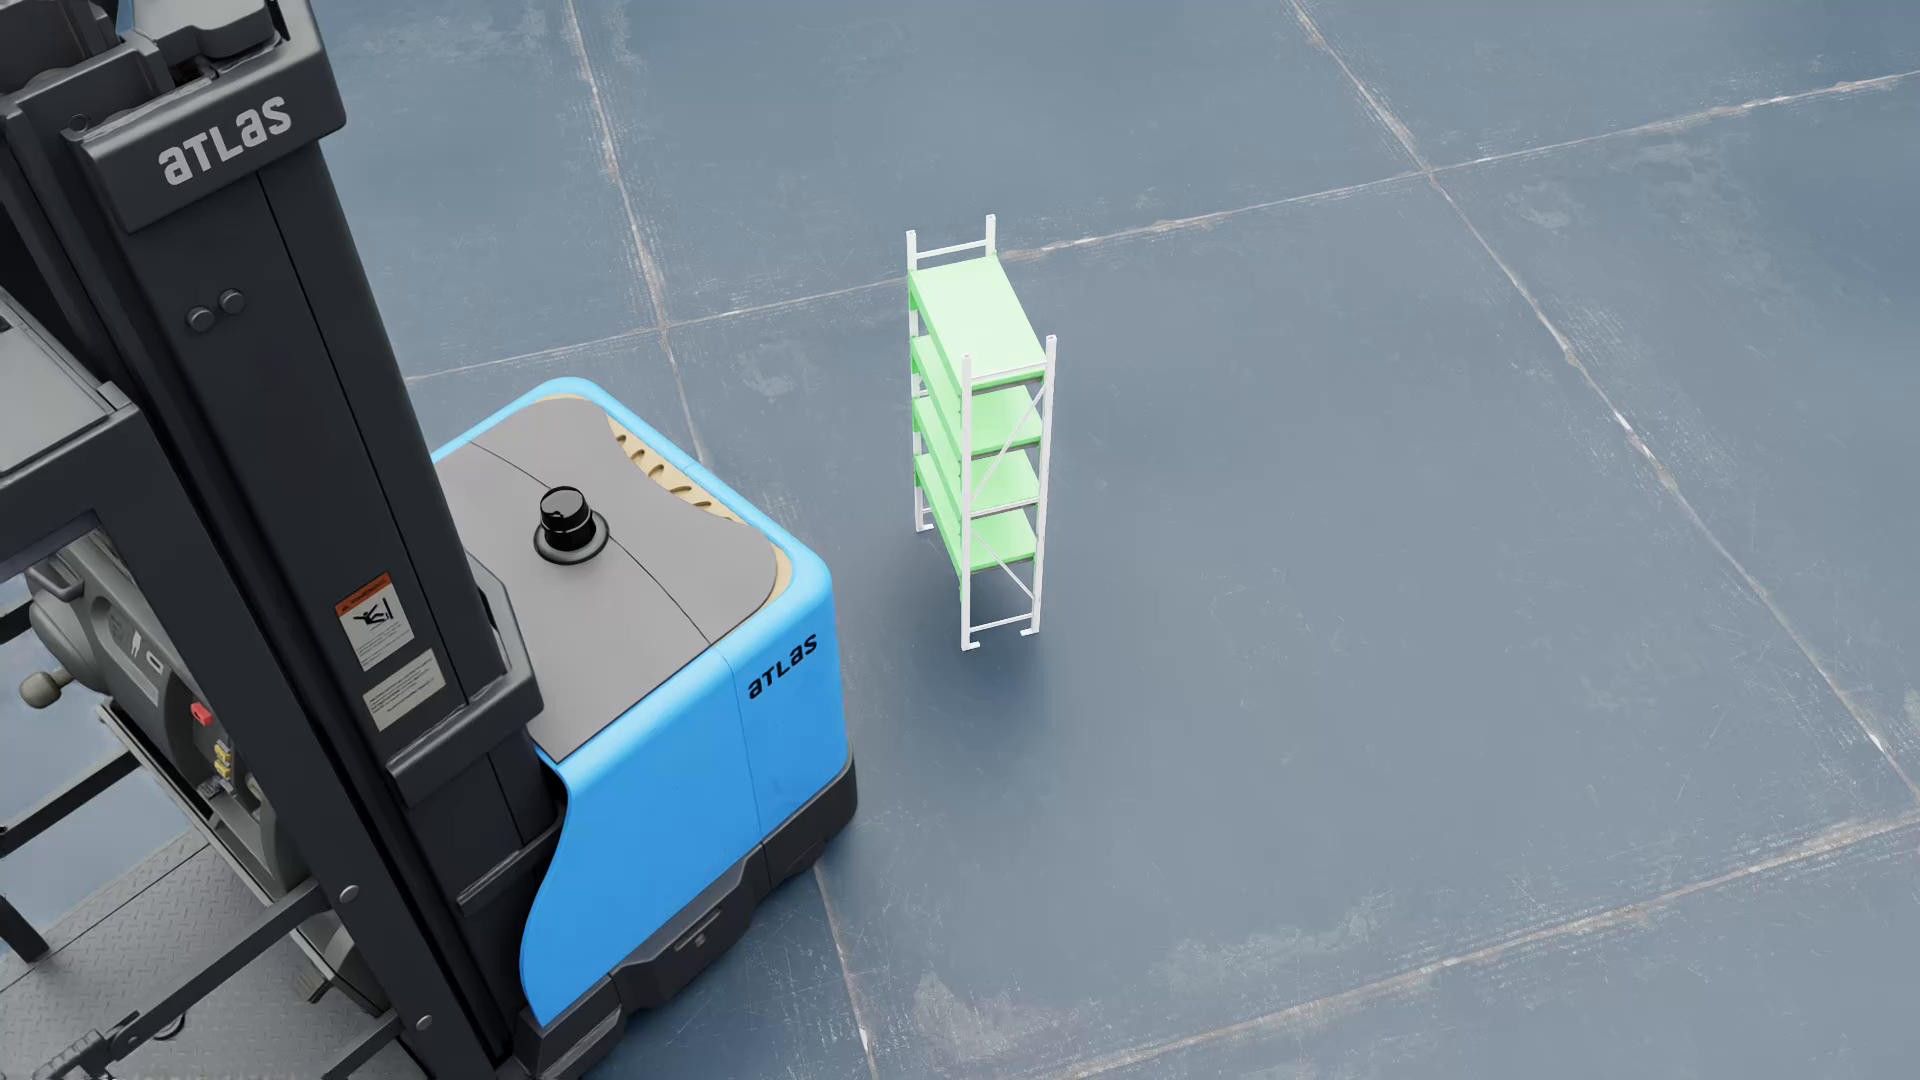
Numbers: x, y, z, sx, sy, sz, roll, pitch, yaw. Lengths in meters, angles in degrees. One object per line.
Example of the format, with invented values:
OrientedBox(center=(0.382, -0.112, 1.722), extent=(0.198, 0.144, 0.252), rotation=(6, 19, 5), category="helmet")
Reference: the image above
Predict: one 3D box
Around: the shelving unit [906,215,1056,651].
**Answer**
OrientedBox(center=(0.049, -0.266, 4.689), extent=(0.258, 1.200, 0.503), rotation=(-13, 51, -11), category="shelving unit")

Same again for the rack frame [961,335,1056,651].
OrientedBox(center=(0.121, -0.088, 4.539), extent=(0.240, 1.200, 0.015), rotation=(-13, 51, -11), category="rack frame")

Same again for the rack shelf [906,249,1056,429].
OrientedBox(center=(0.049, -0.534, 4.371), extent=(0.258, 0.148, 0.480), rotation=(-13, 51, -11), category="rack shelf")

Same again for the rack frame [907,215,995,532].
OrientedBox(center=(-0.023, -0.444, 4.840), extent=(0.240, 1.200, 0.015), rotation=(-13, 51, -11), category="rack frame")

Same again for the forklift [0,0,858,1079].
OrientedBox(center=(-1.658, 0.379, 3.014), extent=(1.130, 2.935, 3.031), rotation=(36, 59, 26), category="forklift")

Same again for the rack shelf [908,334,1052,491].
OrientedBox(center=(0.049, -0.379, 4.555), extent=(0.258, 0.148, 0.480), rotation=(-13, 51, -11), category="rack shelf")

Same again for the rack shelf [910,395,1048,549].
OrientedBox(center=(0.049, -0.225, 4.738), extent=(0.258, 0.148, 0.480), rotation=(-13, 51, -11), category="rack shelf")

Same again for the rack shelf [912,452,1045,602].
OrientedBox(center=(0.049, -0.070, 4.922), extent=(0.258, 0.148, 0.480), rotation=(-13, 51, -11), category="rack shelf")
